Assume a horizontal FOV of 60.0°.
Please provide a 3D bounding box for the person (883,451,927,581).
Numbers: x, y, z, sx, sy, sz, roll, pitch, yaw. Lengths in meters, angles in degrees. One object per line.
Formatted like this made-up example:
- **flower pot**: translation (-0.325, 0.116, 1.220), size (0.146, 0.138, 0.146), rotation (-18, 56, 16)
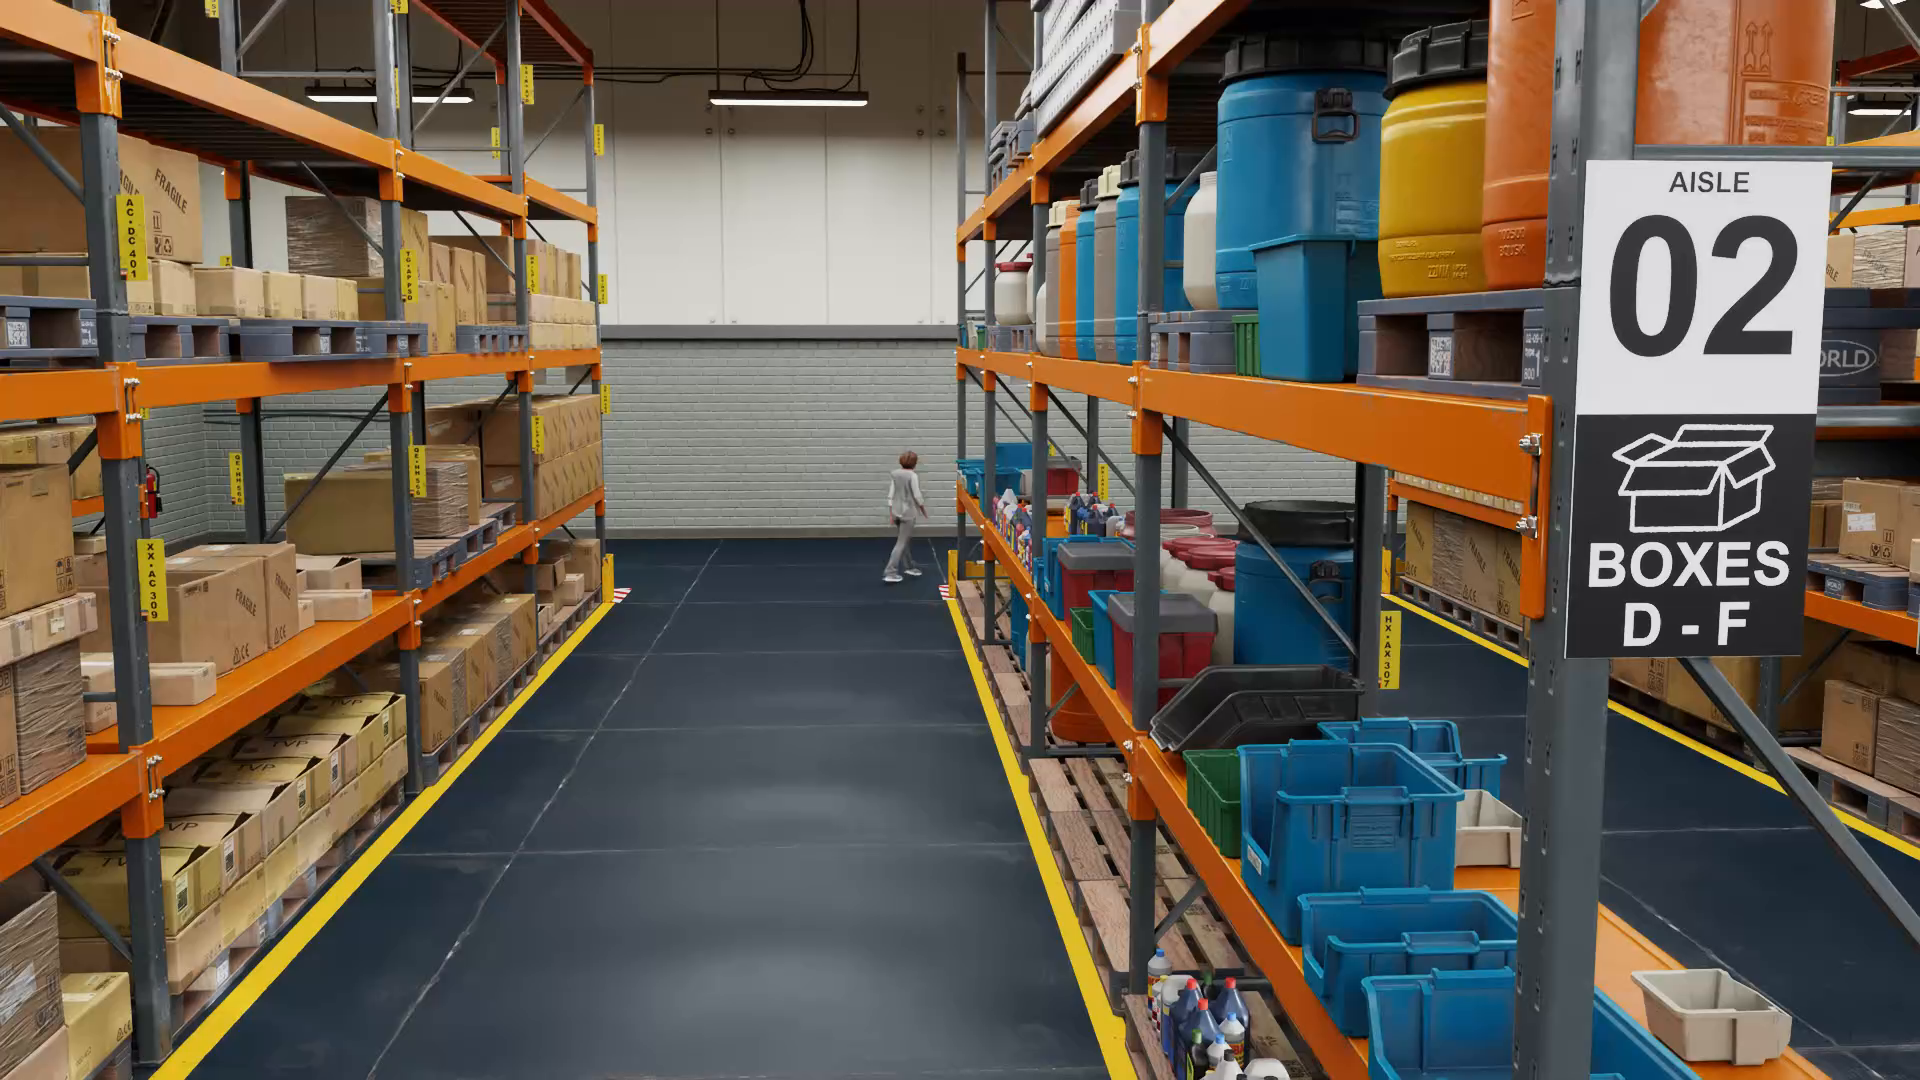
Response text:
- **person**: translation (-0.610, -0.289, 19.883), size (0.481, 1.545, 0.793), rotation (7, 10, 44)
